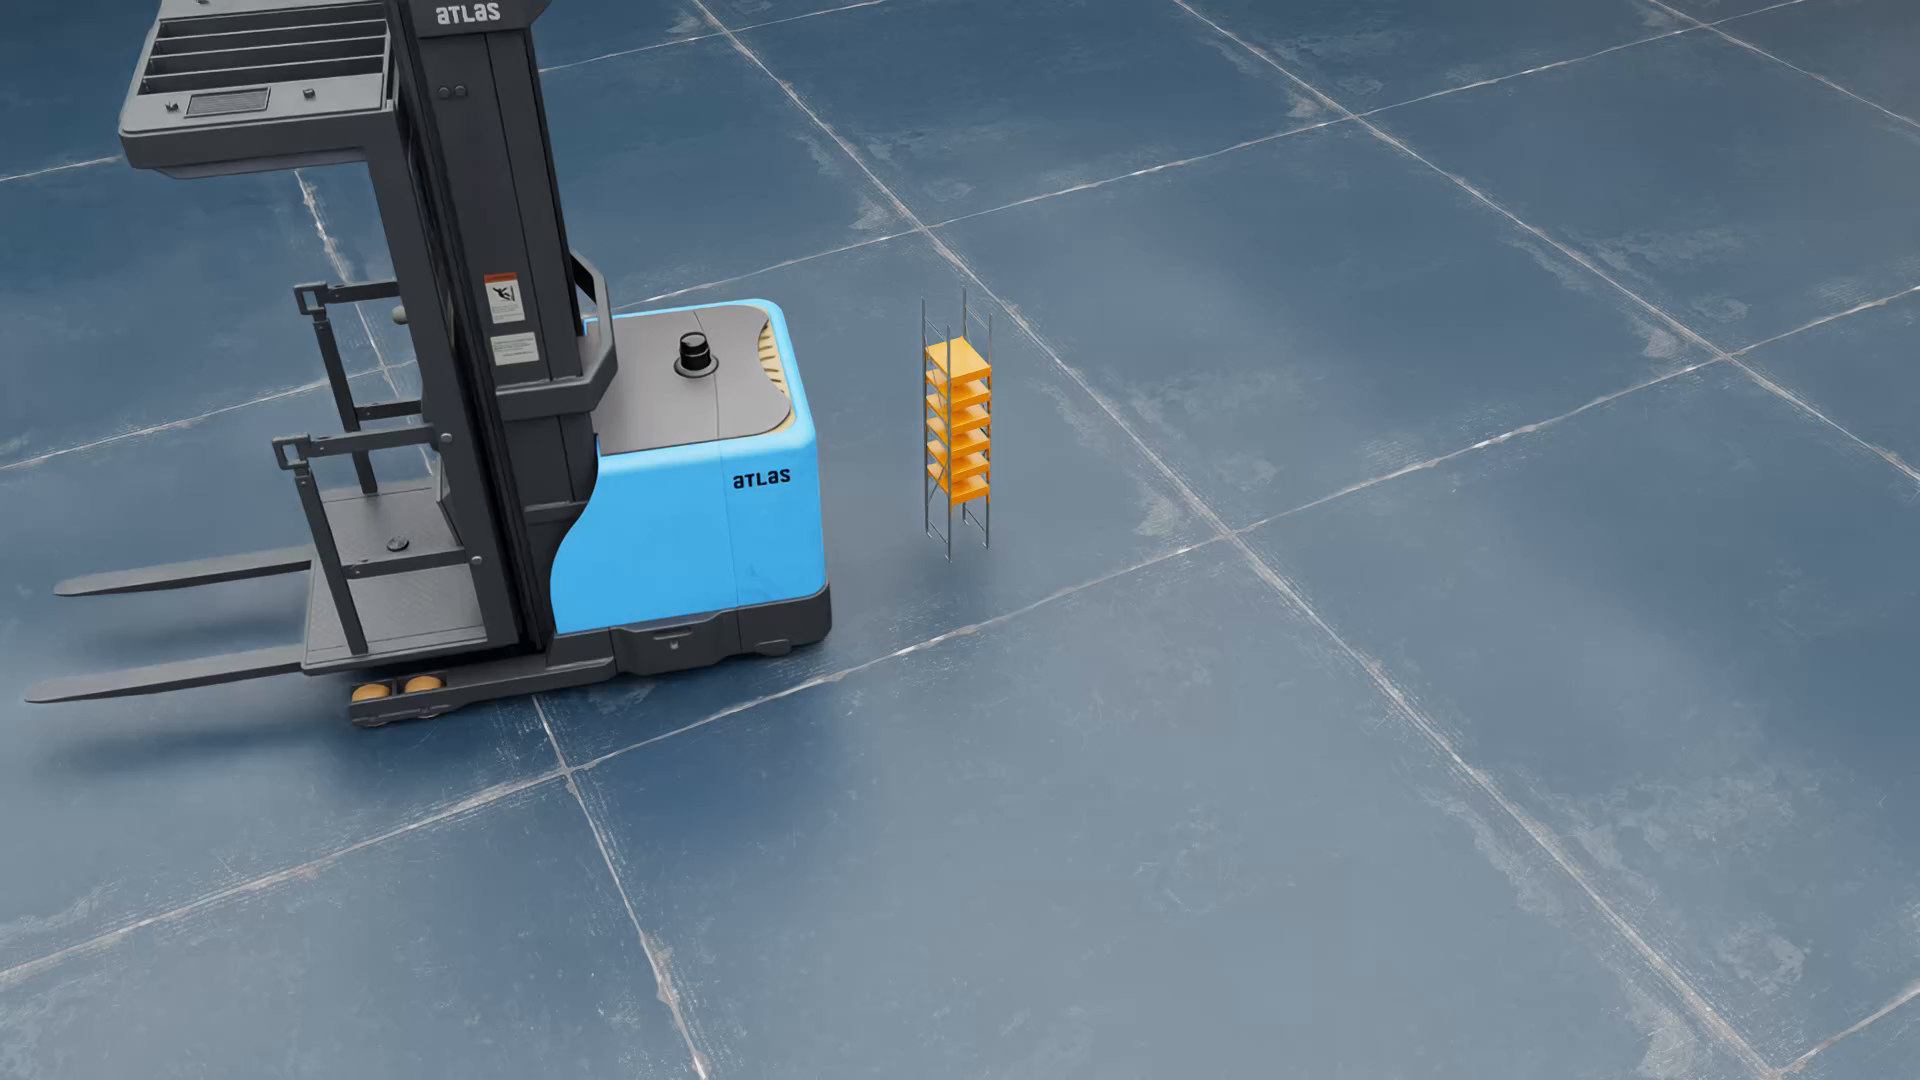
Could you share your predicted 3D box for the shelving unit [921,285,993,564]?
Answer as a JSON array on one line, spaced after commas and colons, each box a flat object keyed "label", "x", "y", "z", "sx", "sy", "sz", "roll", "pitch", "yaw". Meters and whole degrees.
[{"label": "shelving unit", "x": -0.013, "y": -0.454, "z": 6.857, "sx": 0.189, "sy": 1.200, "sz": 0.258, "roll": -19, "pitch": 44, "yaw": -21}]

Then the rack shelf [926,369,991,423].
[{"label": "rack shelf", "x": -0.013, "y": -0.603, "z": 6.731, "sx": 0.180, "sy": 0.103, "sz": 0.258, "roll": -19, "pitch": 44, "yaw": -21}]

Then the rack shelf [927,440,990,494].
[{"label": "rack shelf", "x": -0.013, "y": -0.328, "z": 6.963, "sx": 0.180, "sy": 0.103, "sz": 0.258, "roll": -19, "pitch": 44, "yaw": -21}]

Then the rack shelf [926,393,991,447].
[{"label": "rack shelf", "x": -0.013, "y": -0.511, "z": 6.808, "sx": 0.180, "sy": 0.103, "sz": 0.258, "roll": -19, "pitch": 44, "yaw": -21}]

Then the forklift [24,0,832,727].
[{"label": "forklift", "x": -2.090, "y": -0.778, "z": 5.901, "sx": 3.031, "sy": 2.935, "sz": 1.130, "roll": -8, "pitch": 41, "yaw": -10}]

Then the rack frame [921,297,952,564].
[{"label": "rack frame", "x": -0.094, "y": -0.426, "z": 6.825, "sx": 0.006, "sy": 1.200, "sz": 0.240, "roll": -19, "pitch": 44, "yaw": -21}]

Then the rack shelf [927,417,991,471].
[{"label": "rack shelf", "x": -0.013, "y": -0.420, "z": 6.886, "sx": 0.180, "sy": 0.103, "sz": 0.258, "roll": -19, "pitch": 44, "yaw": -21}]

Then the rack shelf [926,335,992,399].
[{"label": "rack shelf", "x": -0.013, "y": -0.694, "z": 6.653, "sx": 0.180, "sy": 0.103, "sz": 0.258, "roll": -19, "pitch": 44, "yaw": -21}]

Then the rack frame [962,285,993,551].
[{"label": "rack frame", "x": 0.068, "y": -0.481, "z": 6.890, "sx": 0.006, "sy": 1.200, "sz": 0.240, "roll": -19, "pitch": 44, "yaw": -21}]

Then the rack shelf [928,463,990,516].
[{"label": "rack shelf", "x": -0.013, "y": -0.237, "z": 7.041, "sx": 0.180, "sy": 0.103, "sz": 0.258, "roll": -19, "pitch": 44, "yaw": -21}]
